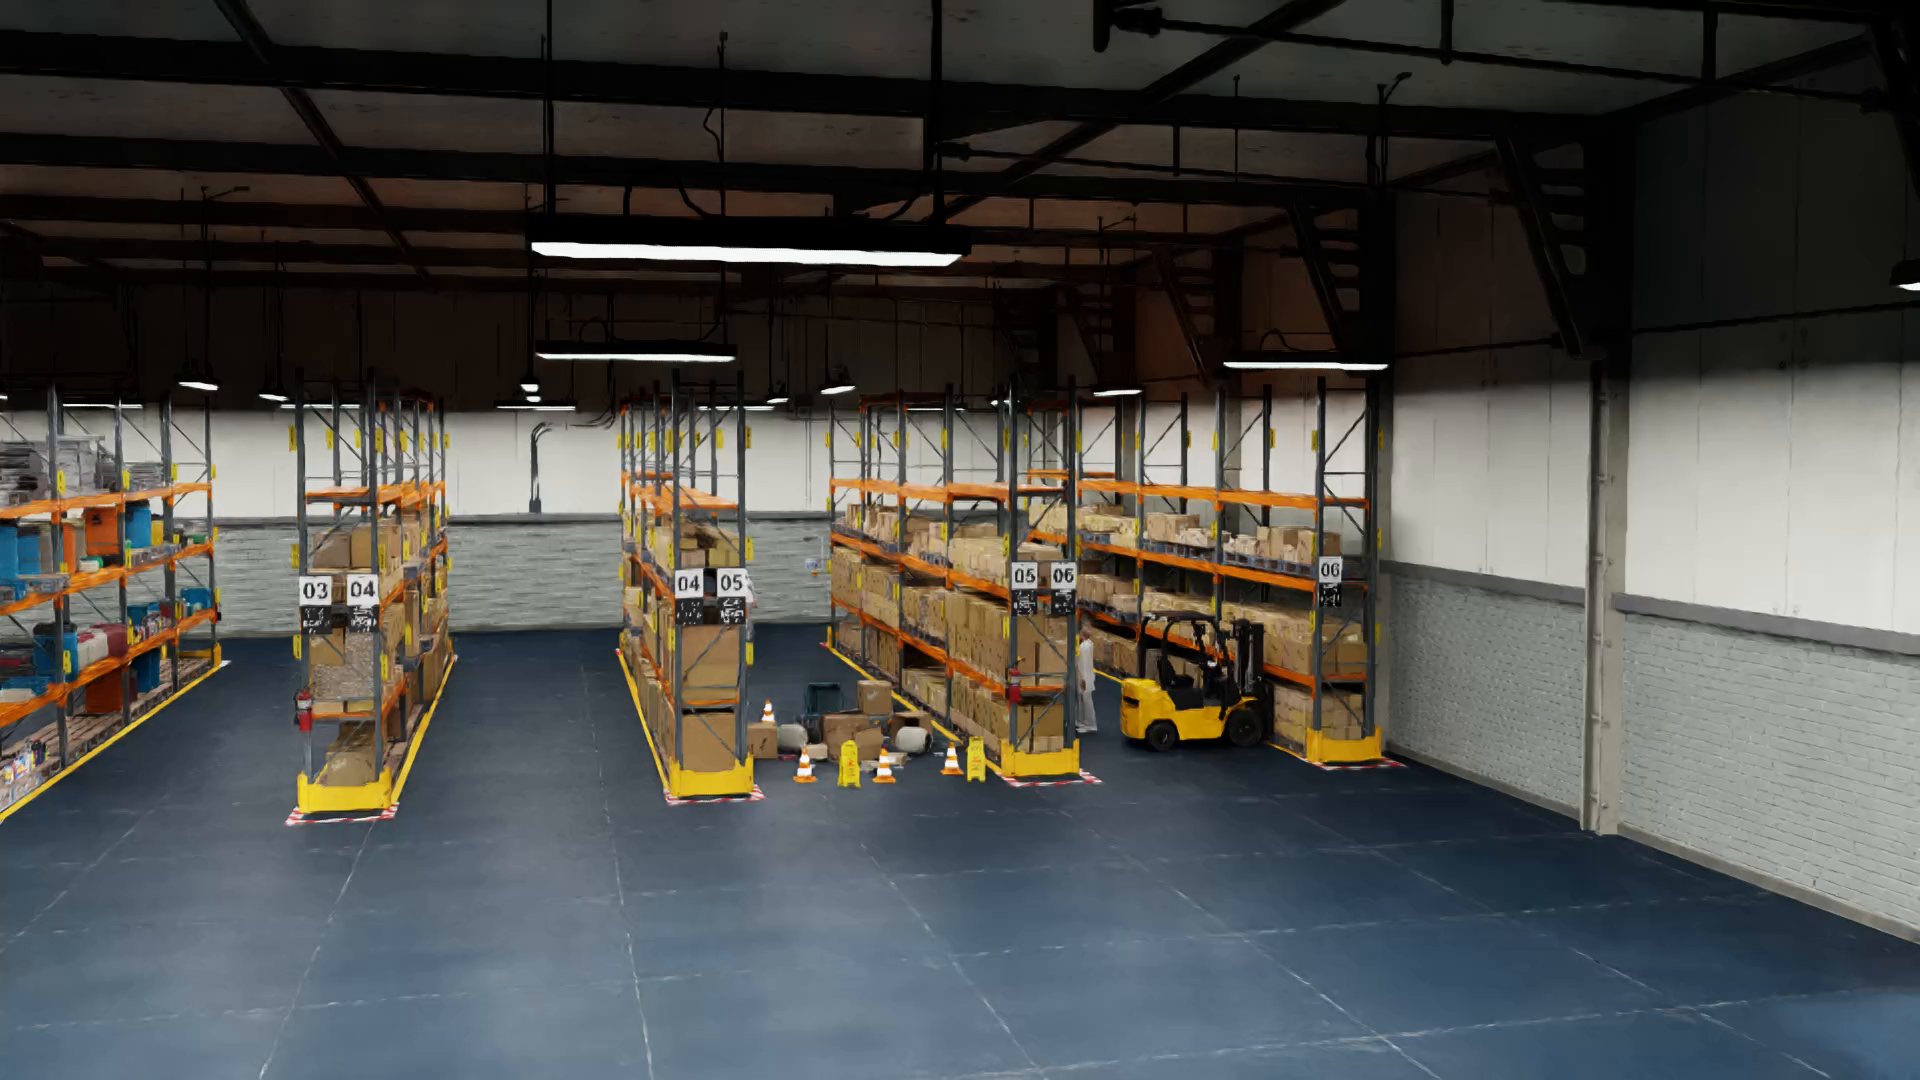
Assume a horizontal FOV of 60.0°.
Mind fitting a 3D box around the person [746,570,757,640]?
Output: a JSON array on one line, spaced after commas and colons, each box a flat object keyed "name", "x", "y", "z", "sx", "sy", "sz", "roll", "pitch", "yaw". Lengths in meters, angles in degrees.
[{"name": "person", "x": -5.428, "y": 1.607, "z": 42.267, "sx": 0.626, "sy": 1.796, "sz": 0.538, "roll": 3, "pitch": 4, "yaw": 39}]

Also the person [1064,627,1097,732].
[{"name": "person", "x": 2.093, "y": 2.440, "z": 28.696, "sx": 0.590, "sy": 1.678, "sz": 0.673, "roll": 1, "pitch": 3, "yaw": 12}]

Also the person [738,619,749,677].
[{"name": "person", "x": -4.697, "y": 2.011, "z": 35.229, "sx": 0.593, "sy": 1.759, "sz": 0.474, "roll": 3, "pitch": 5, "yaw": 44}]
